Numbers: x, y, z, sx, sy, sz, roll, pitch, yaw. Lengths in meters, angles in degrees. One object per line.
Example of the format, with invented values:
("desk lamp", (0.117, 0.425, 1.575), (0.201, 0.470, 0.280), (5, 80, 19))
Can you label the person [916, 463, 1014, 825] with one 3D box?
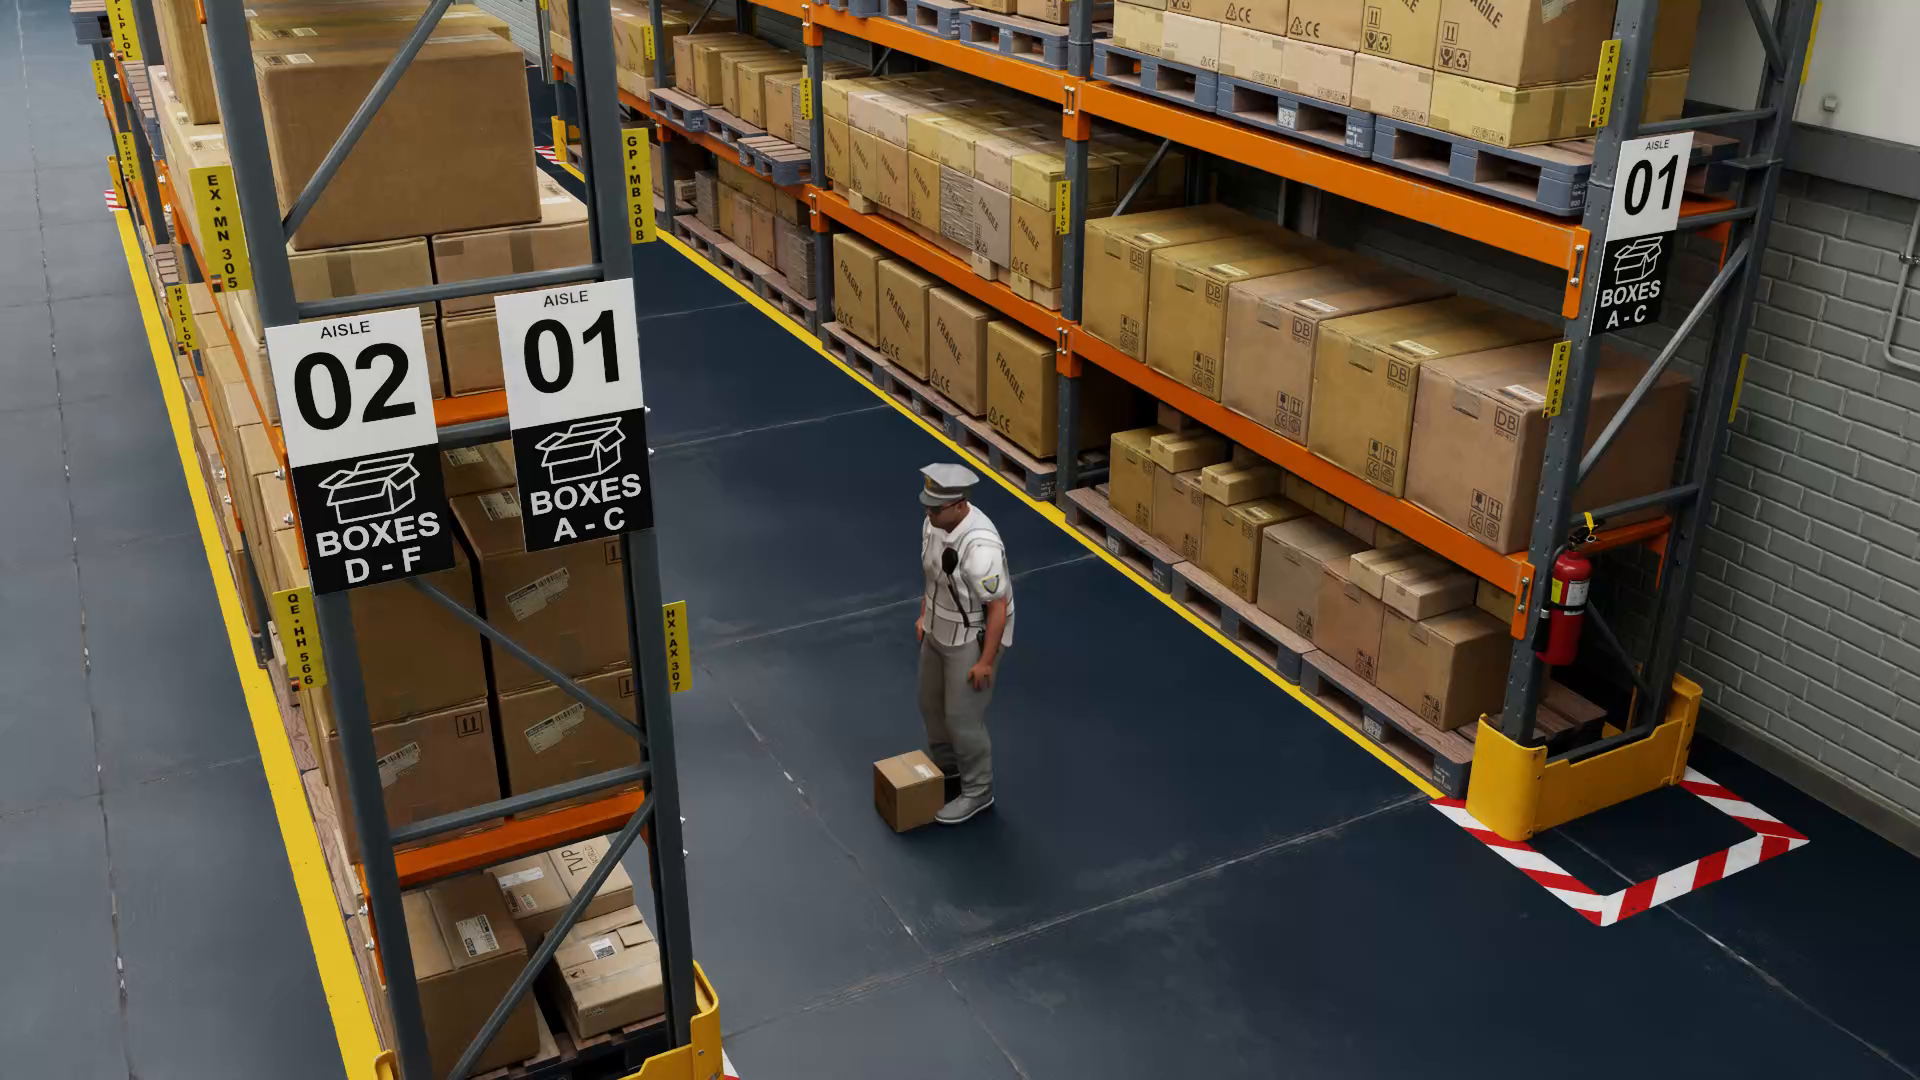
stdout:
("person", (0.003, 0.449, 7.655), (0.438, 1.747, 0.596), (-15, 29, -28))
